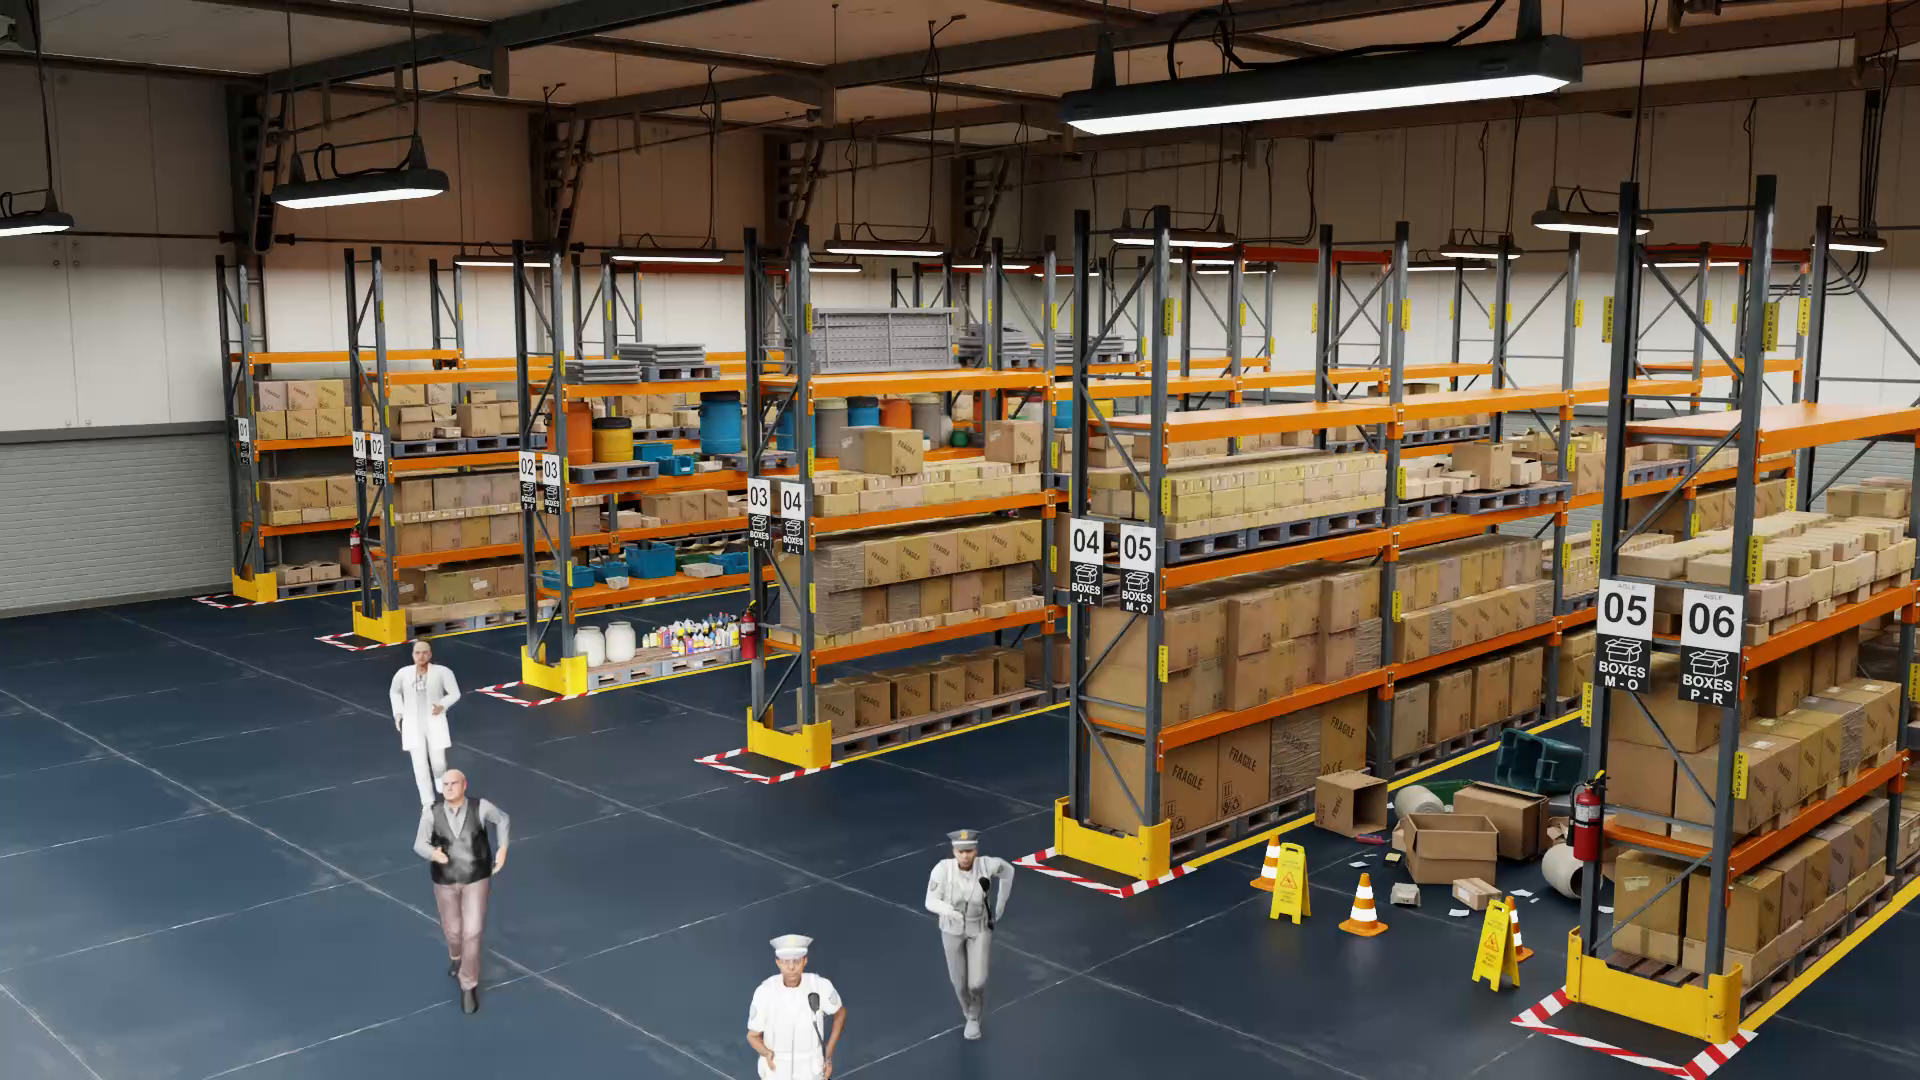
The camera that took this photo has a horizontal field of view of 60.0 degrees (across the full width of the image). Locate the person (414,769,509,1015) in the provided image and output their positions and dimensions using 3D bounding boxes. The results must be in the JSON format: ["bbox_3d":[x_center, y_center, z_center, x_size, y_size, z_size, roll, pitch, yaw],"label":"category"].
[{"bbox_3d":[-3.729,2.584,12.458,0.658,1.757,0.822,-1,8,-7],"label":"person"}]

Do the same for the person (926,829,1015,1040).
[{"bbox_3d":[0.067,2.744,11.555,0.601,1.625,0.708,1,8,4],"label":"person"}]

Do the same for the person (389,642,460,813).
[{"bbox_3d":[-5.483,1.894,17.059,0.709,1.742,0.798,-2,8,-12],"label":"person"}]

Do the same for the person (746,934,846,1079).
[{"bbox_3d":[-0.919,3.027,9.344,0.562,1.672,0.586,0,8,-3],"label":"person"}]
